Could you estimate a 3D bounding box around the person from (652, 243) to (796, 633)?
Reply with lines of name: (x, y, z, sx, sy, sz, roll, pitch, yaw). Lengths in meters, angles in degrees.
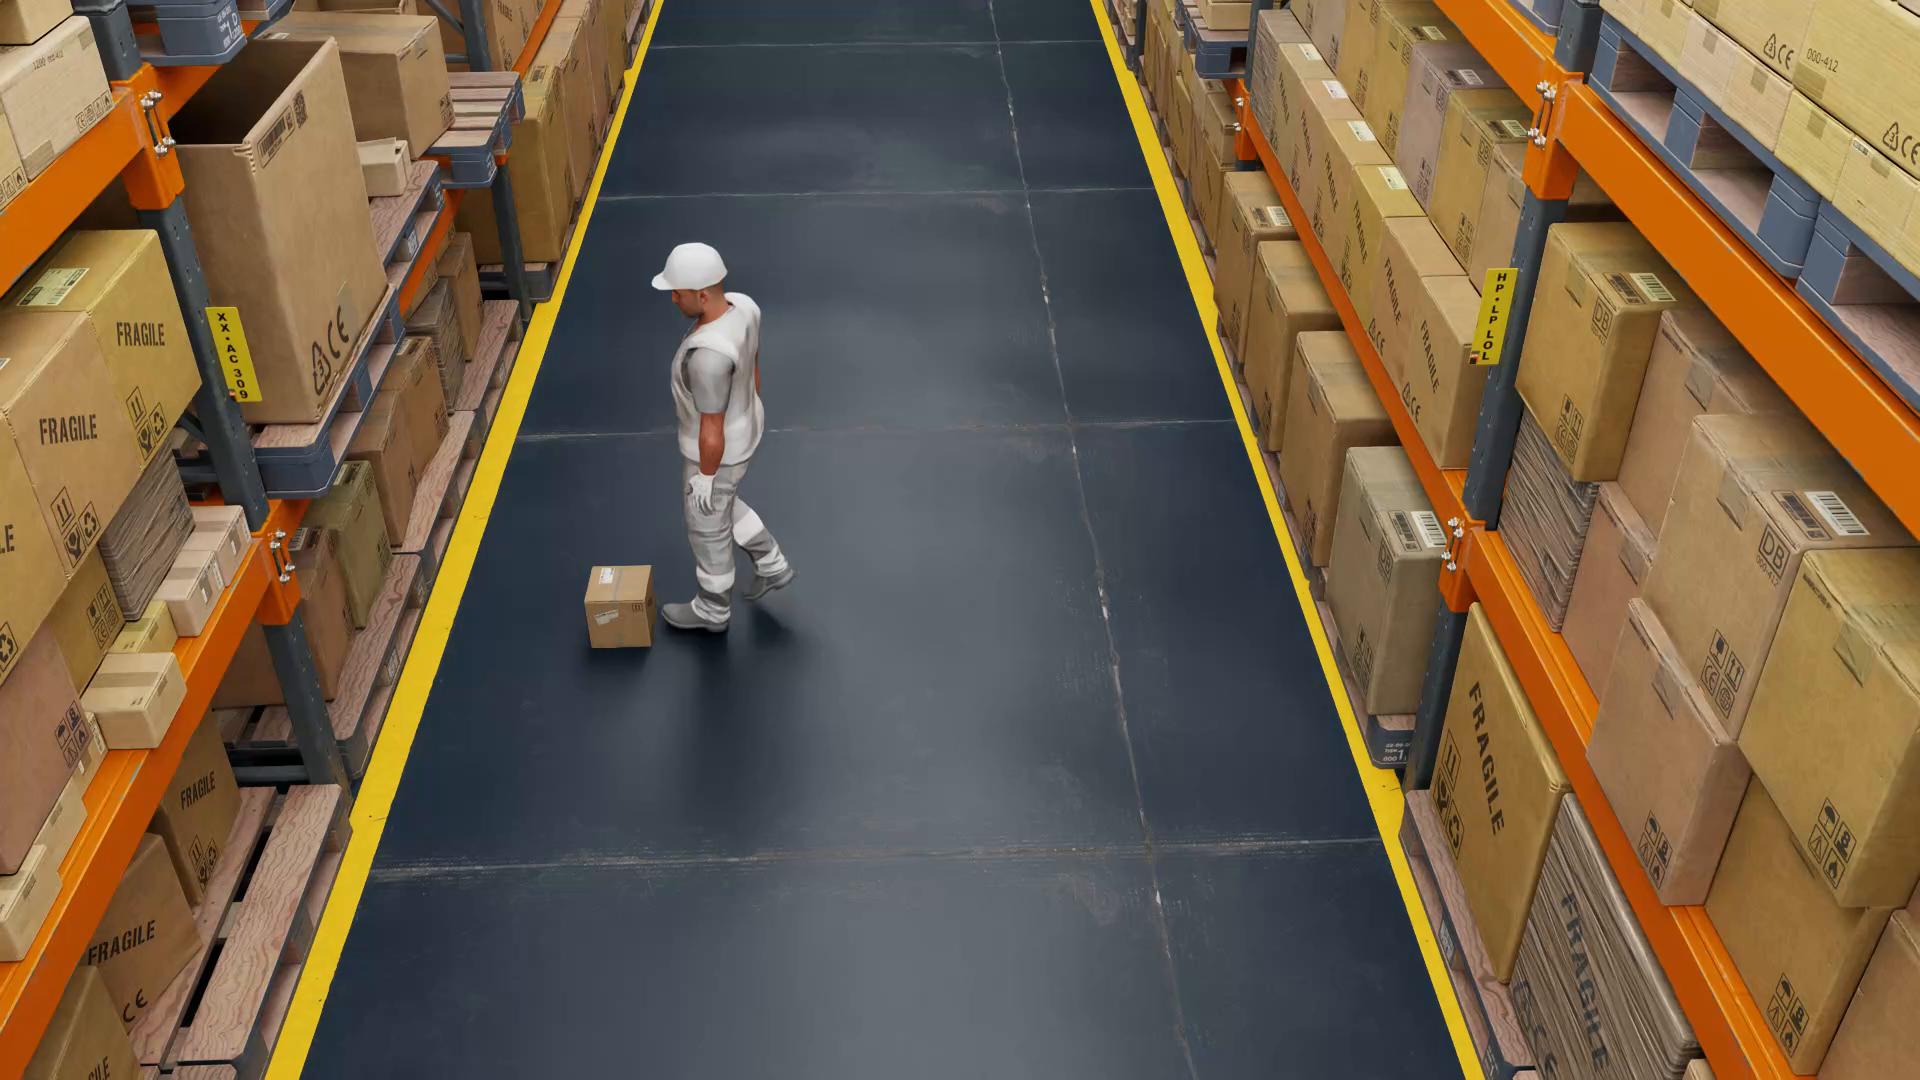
person: (-1.006, -0.378, 6.632, 0.554, 1.785, 0.577, 6, 35, 8)
